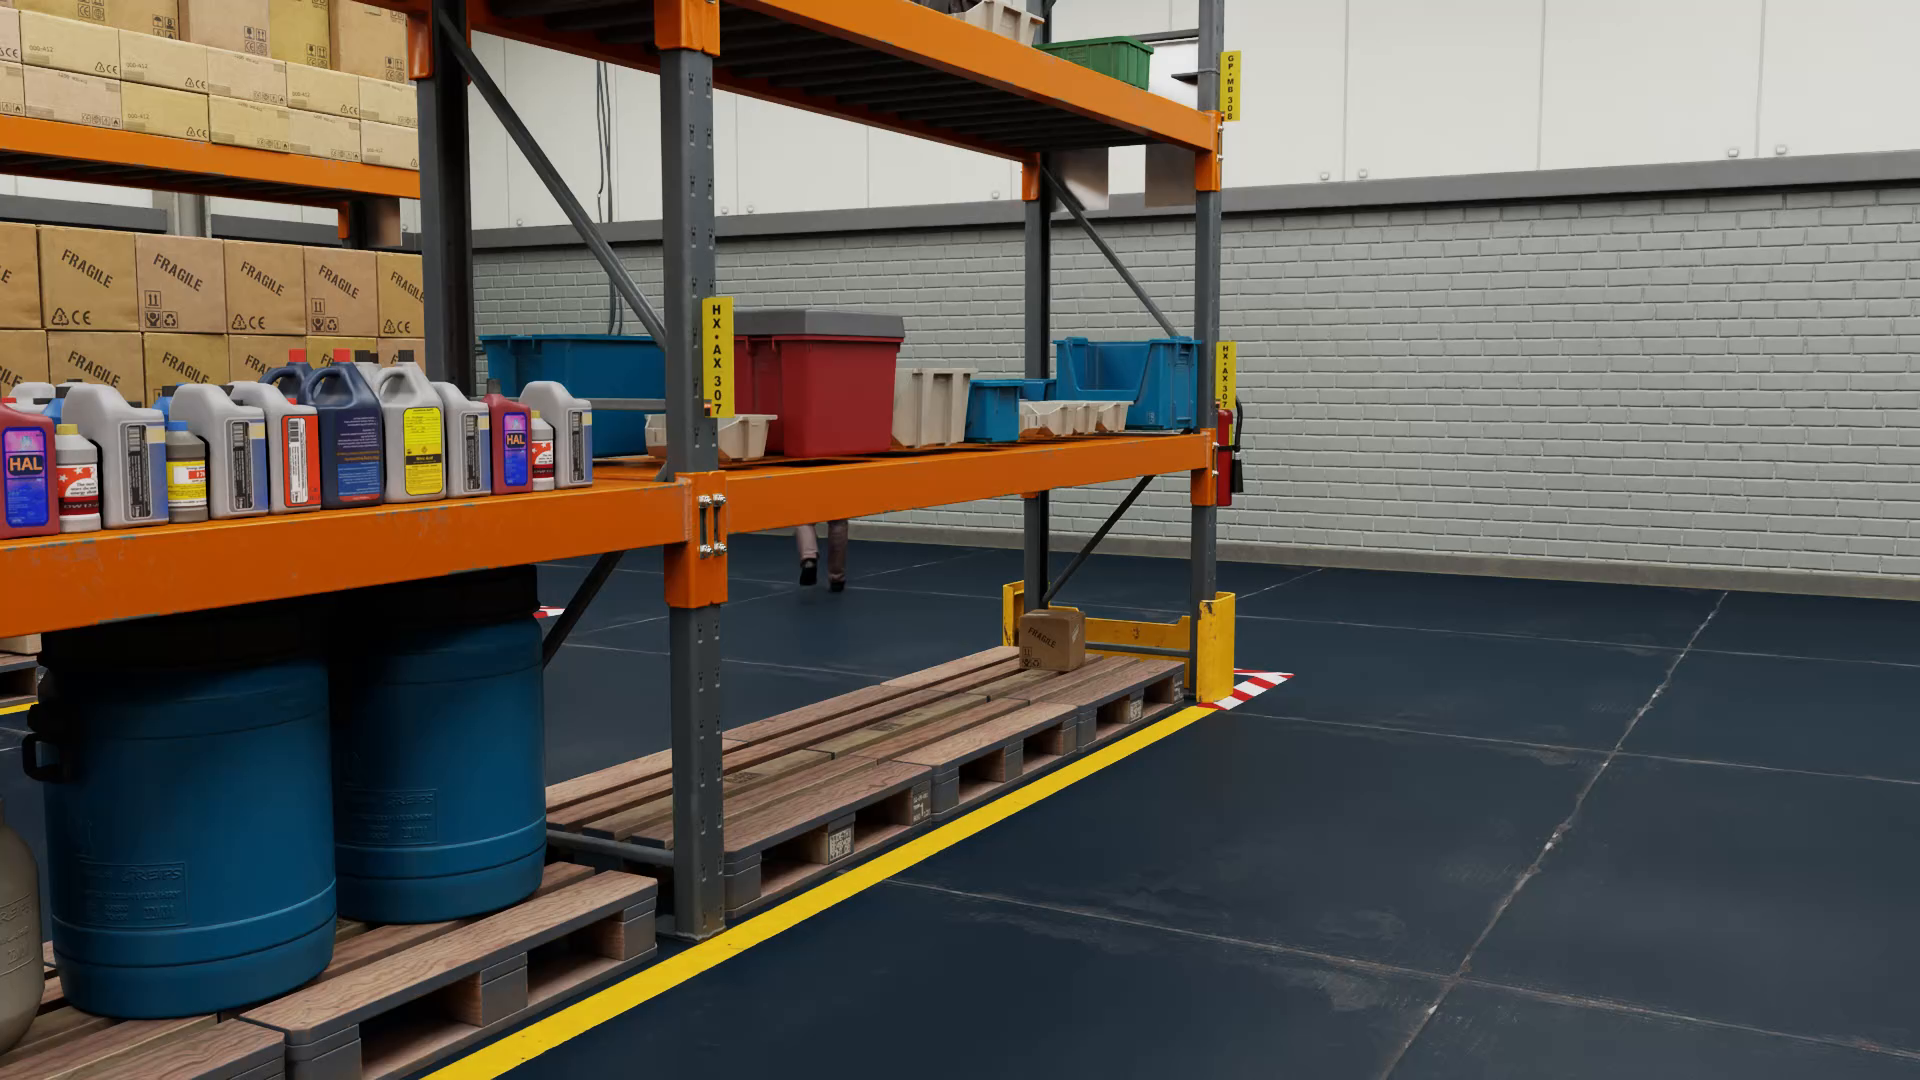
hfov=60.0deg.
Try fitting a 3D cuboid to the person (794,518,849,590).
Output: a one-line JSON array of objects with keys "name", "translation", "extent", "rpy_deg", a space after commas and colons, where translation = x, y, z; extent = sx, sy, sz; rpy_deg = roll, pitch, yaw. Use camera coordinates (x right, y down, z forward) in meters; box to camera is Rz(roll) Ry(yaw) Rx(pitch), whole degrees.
[{"name": "person", "translation": [-0.994, -0.466, 11.924], "extent": [0.547, 1.698, 0.836], "rpy_deg": [-1, 6, -5]}]
